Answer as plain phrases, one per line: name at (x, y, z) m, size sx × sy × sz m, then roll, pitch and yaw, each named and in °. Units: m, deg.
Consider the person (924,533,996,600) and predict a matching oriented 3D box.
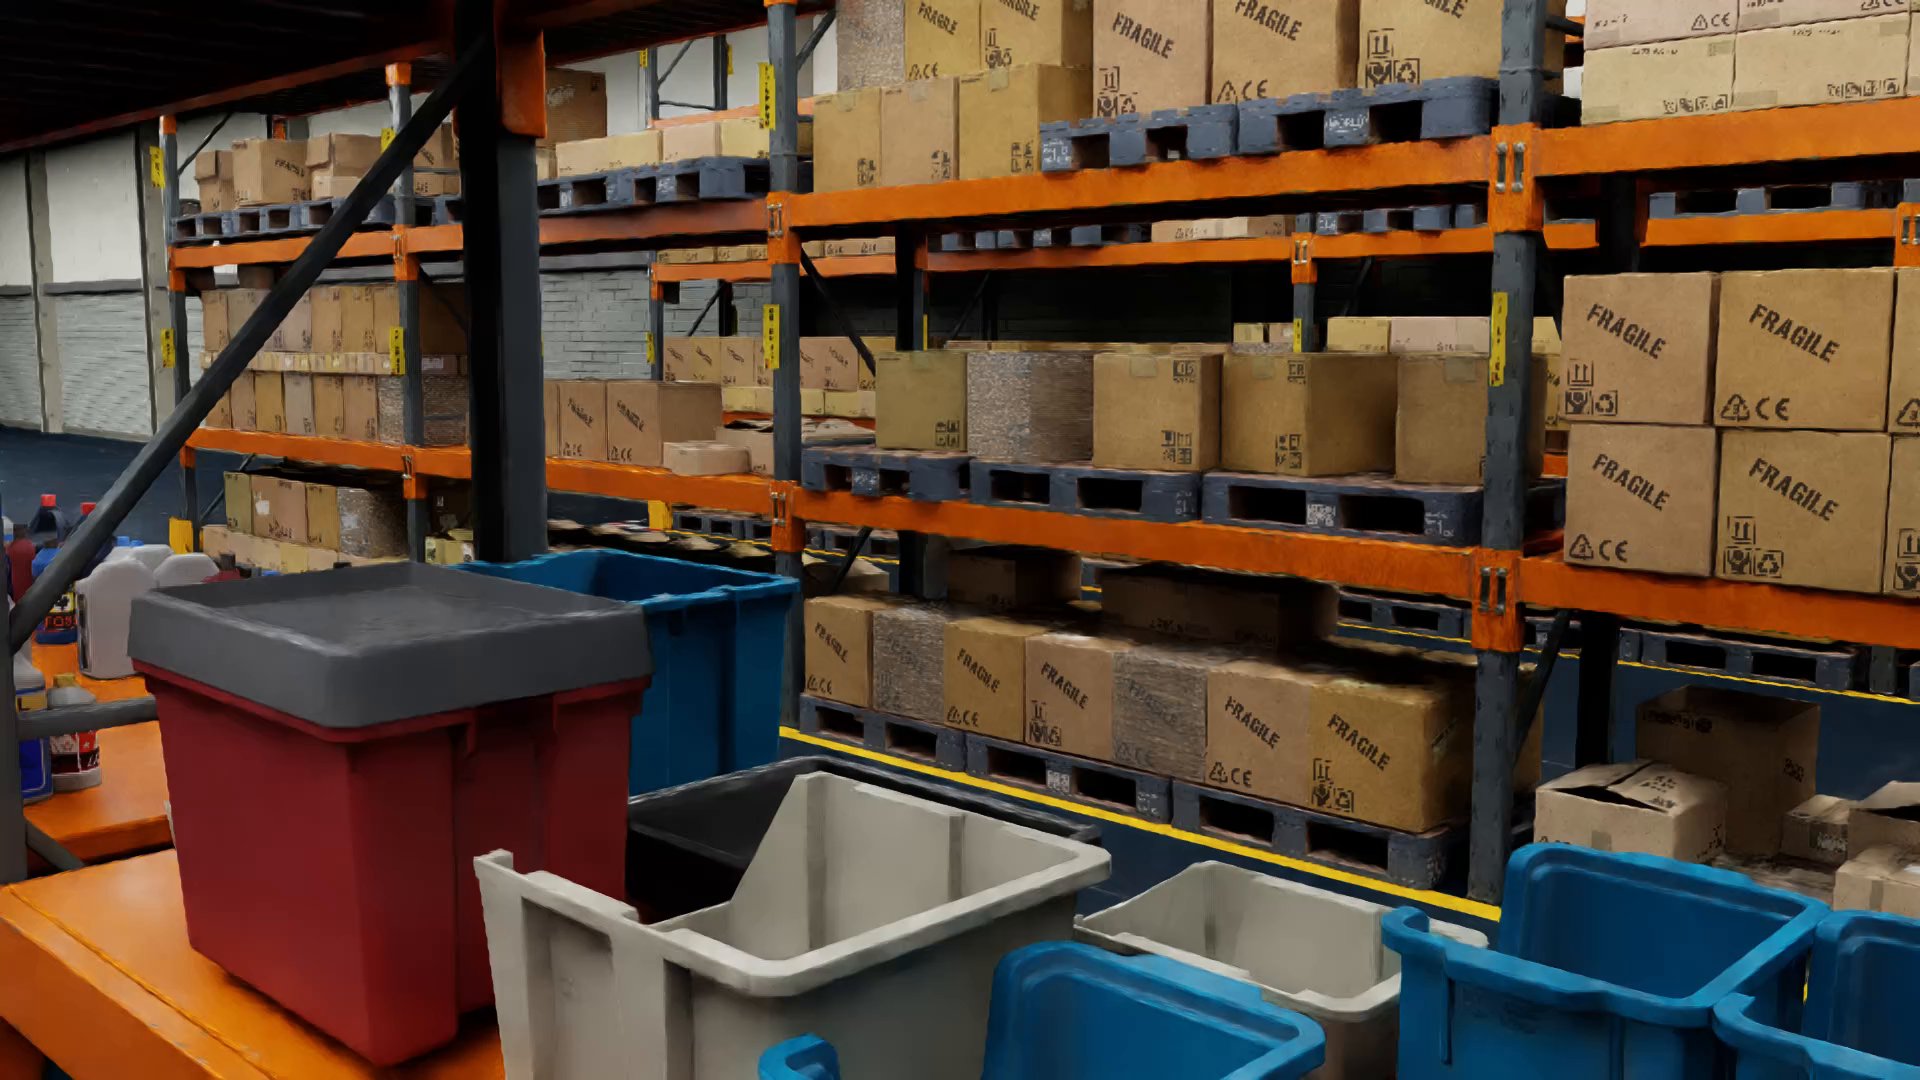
person at (-0.013, -0.054, 10.767) m, size 0.580 × 1.664 × 0.616 m, roll -6°, pitch 9°, yaw -40°
